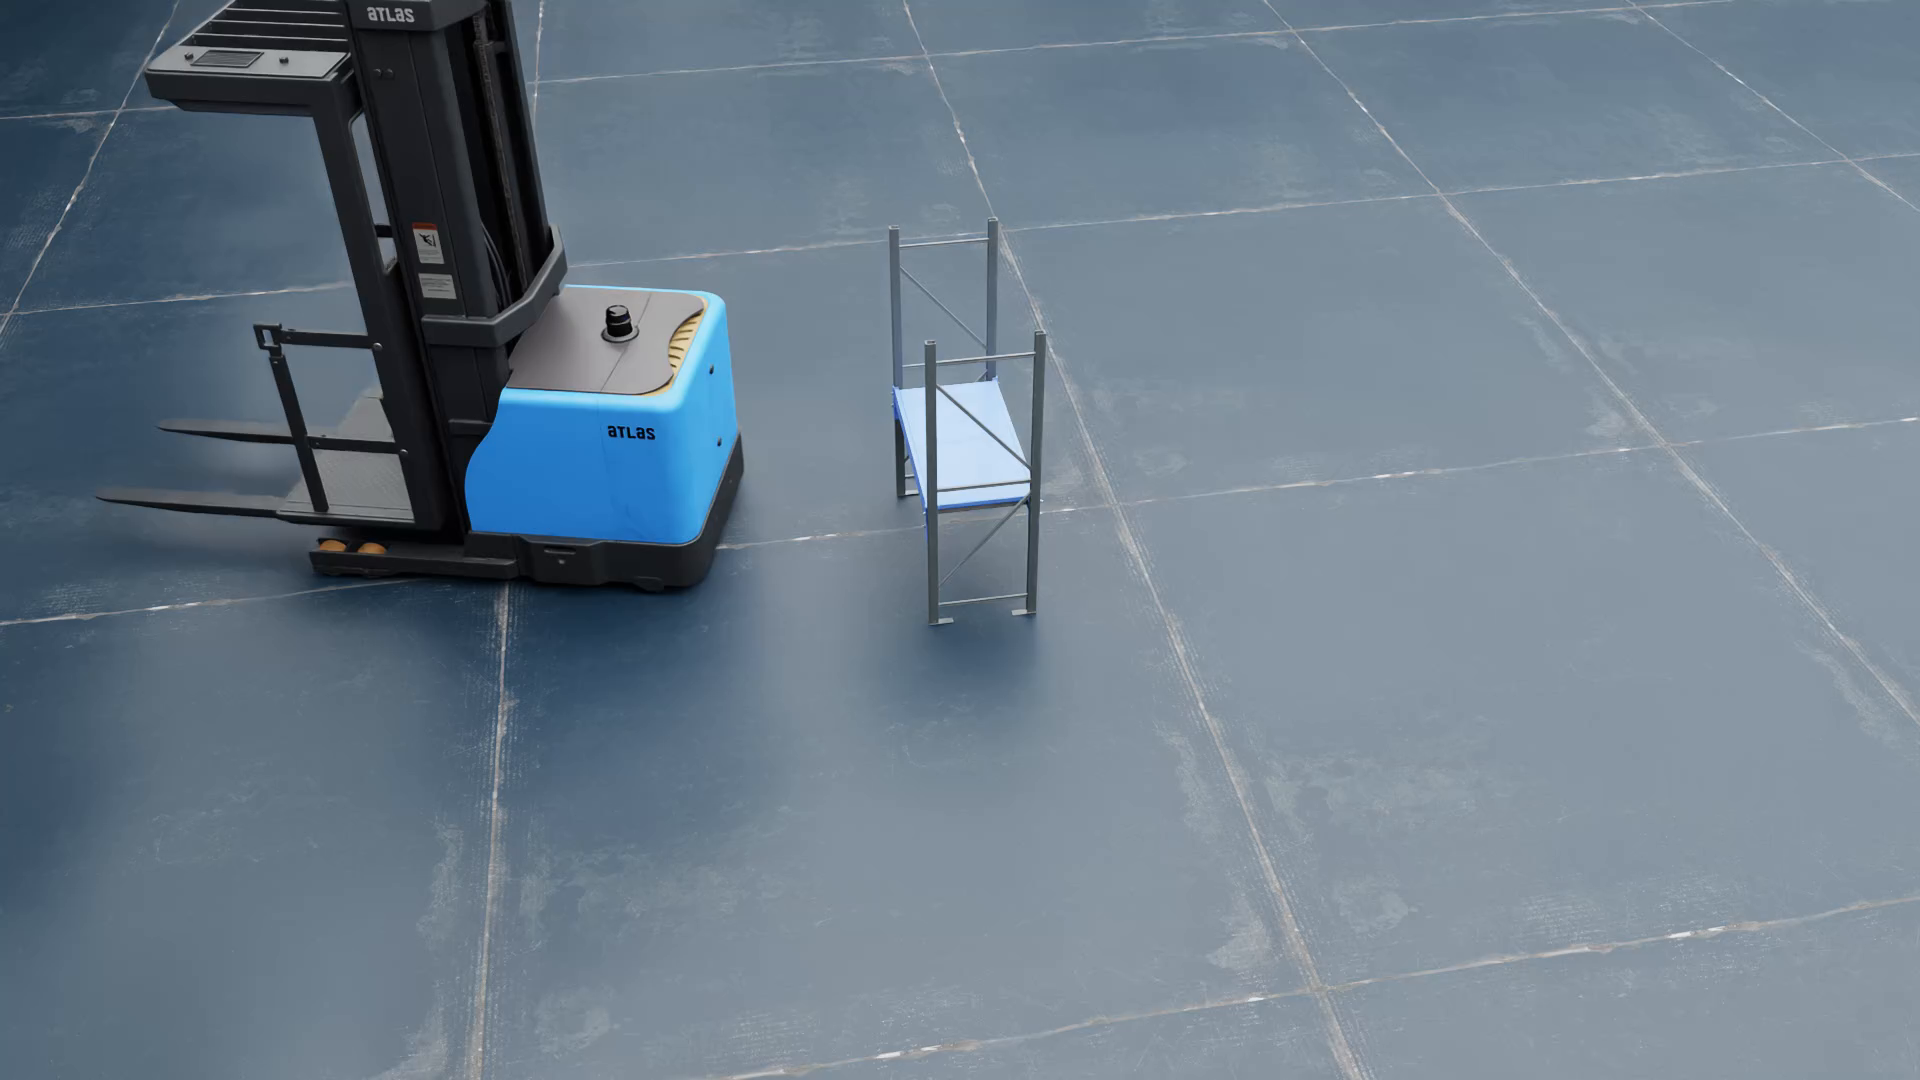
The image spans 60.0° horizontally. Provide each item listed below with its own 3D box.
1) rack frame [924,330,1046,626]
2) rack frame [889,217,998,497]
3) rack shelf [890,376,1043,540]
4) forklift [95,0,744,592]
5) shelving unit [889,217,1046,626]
[{"bbox_3d":[0.104,-0.234,7.228,0.500,1.500,0.032,-6,38,-8],"label":"rack frame"},{"bbox_3d":[-0.074,-0.848,8.019,0.500,1.500,0.032,-6,38,-8],"label":"rack frame"},{"bbox_3d":[0.015,-0.399,7.734,0.538,0.185,1.000,-6,38,-8],"label":"rack shelf"},{"bbox_3d":[-2.654,-1.296,7.429,3.031,2.935,1.130,4,38,5],"label":"forklift"},{"bbox_3d":[0.015,-0.541,7.623,0.538,1.500,1.048,-6,38,-8],"label":"shelving unit"}]
